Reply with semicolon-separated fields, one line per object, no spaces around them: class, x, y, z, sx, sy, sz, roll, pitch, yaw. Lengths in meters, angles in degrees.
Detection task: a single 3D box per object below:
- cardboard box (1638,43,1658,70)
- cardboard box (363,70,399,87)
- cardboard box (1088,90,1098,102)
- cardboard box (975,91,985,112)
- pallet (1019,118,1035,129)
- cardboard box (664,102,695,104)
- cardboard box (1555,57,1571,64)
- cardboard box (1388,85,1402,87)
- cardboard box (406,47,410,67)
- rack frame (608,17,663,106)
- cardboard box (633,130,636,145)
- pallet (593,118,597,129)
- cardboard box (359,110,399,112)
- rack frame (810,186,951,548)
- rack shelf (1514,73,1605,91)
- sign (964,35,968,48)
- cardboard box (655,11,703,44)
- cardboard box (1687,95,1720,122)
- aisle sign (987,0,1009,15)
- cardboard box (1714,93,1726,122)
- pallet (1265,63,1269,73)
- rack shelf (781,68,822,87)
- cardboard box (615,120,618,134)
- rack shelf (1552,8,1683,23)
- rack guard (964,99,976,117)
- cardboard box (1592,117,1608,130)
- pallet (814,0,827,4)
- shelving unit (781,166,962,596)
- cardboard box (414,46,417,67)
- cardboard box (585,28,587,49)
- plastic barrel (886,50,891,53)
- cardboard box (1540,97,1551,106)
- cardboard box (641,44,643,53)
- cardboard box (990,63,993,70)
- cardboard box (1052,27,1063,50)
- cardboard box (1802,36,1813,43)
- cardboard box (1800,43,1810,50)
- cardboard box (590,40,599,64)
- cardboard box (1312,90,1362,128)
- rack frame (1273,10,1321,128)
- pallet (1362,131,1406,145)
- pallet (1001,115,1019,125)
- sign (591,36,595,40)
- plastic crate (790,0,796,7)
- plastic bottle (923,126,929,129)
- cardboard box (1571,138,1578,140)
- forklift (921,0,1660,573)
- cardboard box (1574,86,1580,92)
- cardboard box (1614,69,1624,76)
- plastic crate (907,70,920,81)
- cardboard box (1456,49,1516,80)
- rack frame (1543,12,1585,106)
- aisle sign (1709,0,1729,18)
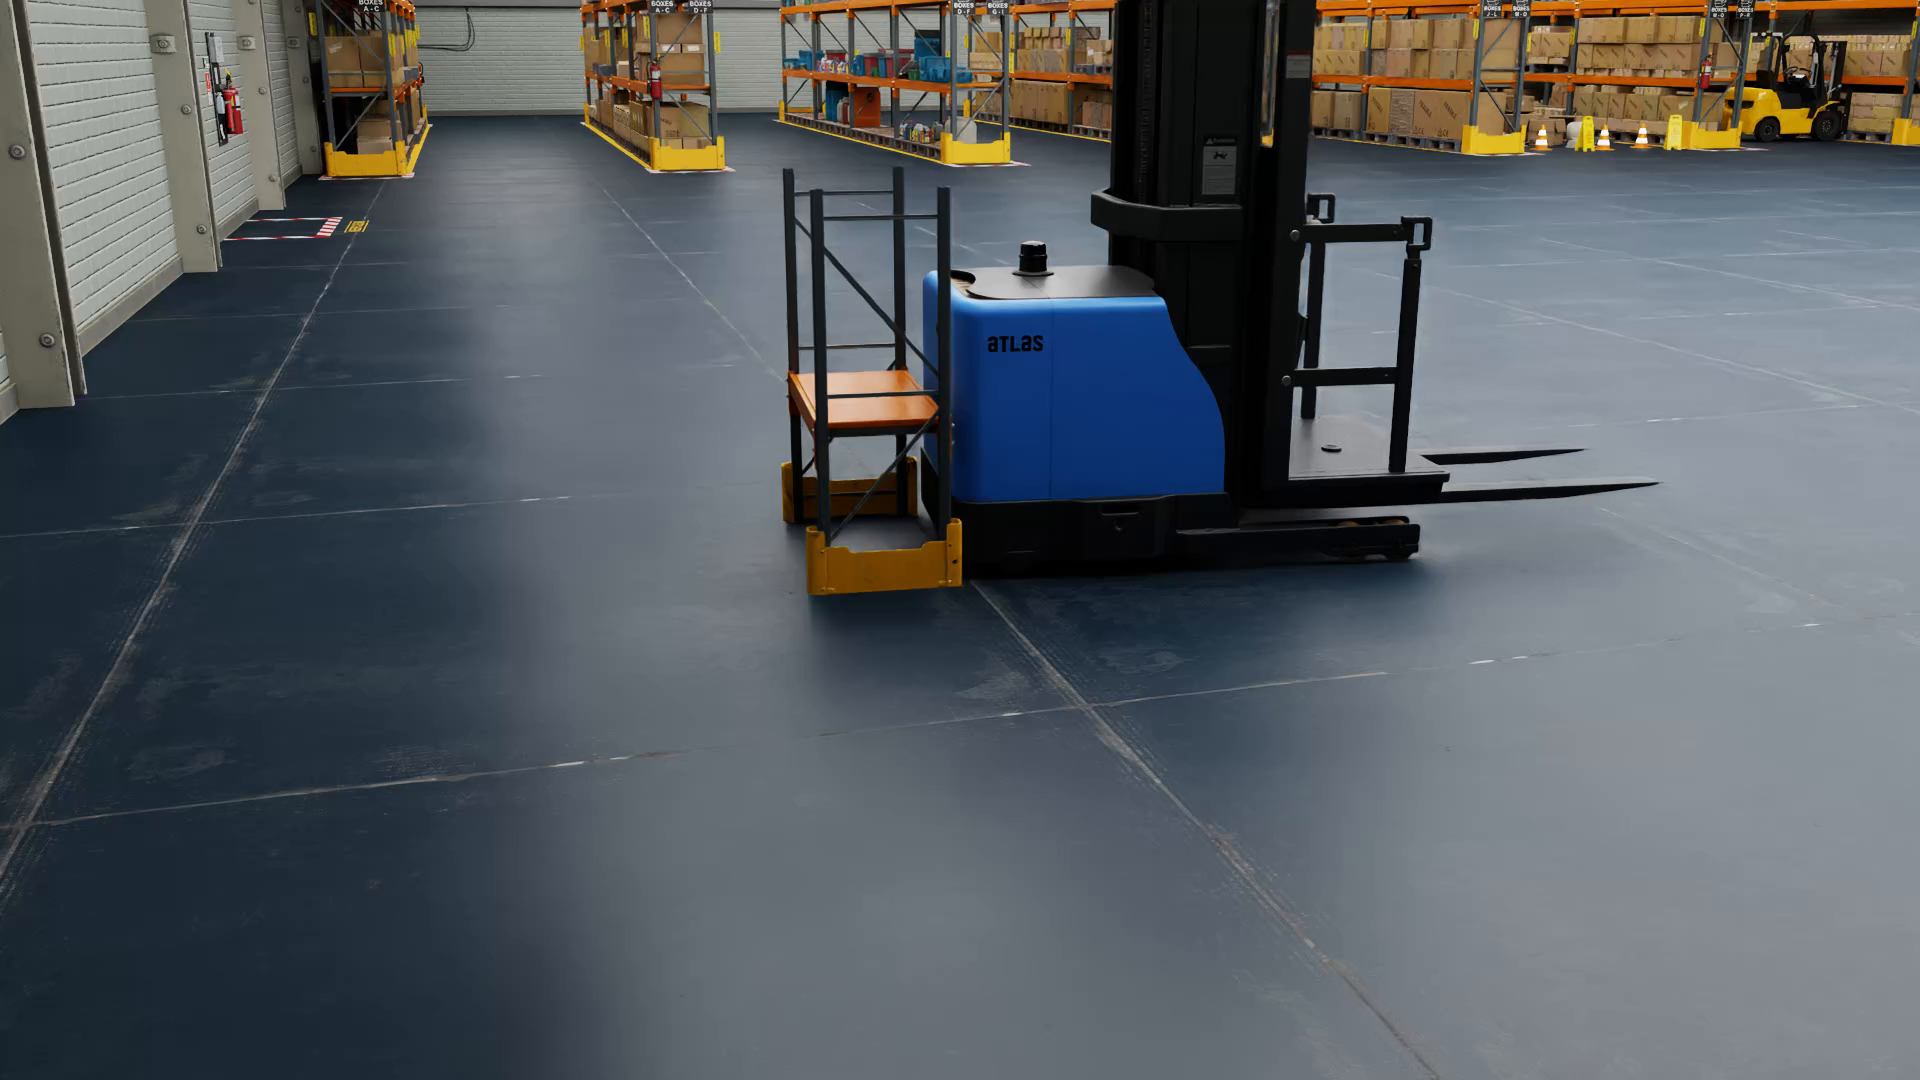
cardboard box;13.940;-9.653;33.184;0.500;0.500;0.500;-5;17;-16
cardboard box;-9.024;-7.197;25.922;0.500;0.250;0.500;-5;17;-17
cardboard box;3.107;-9.676;36.227;0.500;0.250;0.500;-4;17;-13
cardboard box;0.948;-11.712;43.692;0.875;0.875;0.875;-5;17;-15
pallet;2.079;-10.050;40.042;1.003;0.211;1.213;-5;17;-15
cardboard box;-4.928;-7.453;29.296;0.500;0.500;0.500;-5;17;-15
cardboard box;13.115;-10.365;35.950;0.380;0.149;0.250;-4;17;-14
cardboard box;11.571;-11.395;42.635;0.875;0.875;0.875;-4;17;-14
cardboard box;-11.281;-9.666;33.192;0.500;0.500;0.500;-4;17;-14
rack frame;-6.632;-9.704;34.044;1.000;3.000;0.127;-5;17;-15
cardboard box;-5.564;-7.191;29.727;0.500;0.250;0.500;-5;17;-15
pallet;-8.258;-10.003;39.887;1.003;0.211;1.213;-5;17;-15
cardboard box;-11.116;-7.978;31.879;0.700;0.500;0.500;-5;17;-15
rack frame;-0.282;-0.531;6.112;0.500;1.500;0.032;-3;17;-11
rack shelf;12.972;-10.372;37.518;1.077;0.370;4.000;-5;17;-15
sign;0.160;-13.110;43.738;0.100;0.325;0.005;-5;17;-15
cardboard box;-4.564;-8.305;26.958;0.700;0.500;0.500;-5;17;-15
cardboard box;14.658;-8.552;32.954;0.500;0.500;0.500;-5;18;-17
aisle sign;0.632;-9.130;27.615;0.394;0.787;0.004;-5;17;-15
cardboard box;17.933;-9.979;38.358;0.875;0.625;0.625;-5;17;-16
pallet;7.393;-10.947;38.516;1.213;0.211;1.003;-5;17;-15
rack shelf;-3.517;-11.410;40.973;1.077;0.370;4.000;-5;17;-15
cardboard box;-6.631;-8.281;33.357;0.500;0.250;0.500;-5;17;-17
rack shelf;16.644;-13.309;42.080;1.077;0.370;4.000;-5;17;-15
rack guard;0.689;-11.509;44.397;1.175;0.500;0.348;-5;17;-15
cardboard box;13.582;-8.716;34.805;0.500;0.250;0.500;-4;17;-12
pallet;-2.658;-12.338;37.927;1.213;0.211;1.003;-5;17;-15
shelving unit;-0.382;-0.677;6.598;0.587;1.500;1.083;-3;17;-11
cardboard box;-13.031;-11.116;38.222;0.980;0.700;0.700;-6;18;-18
cardboard box;-8.811;-12.156;40.295;0.500;0.500;0.500;-5;17;-15
plastic barrel;-1.380;-9.881;34.437;0.421;0.512;0.421;0;17;0
cardboard box;16.140;-11.885;45.247;0.500;0.311;0.500;-4;17;-13
cardboard box;-5.363;-8.584;29.014;0.380;0.149;0.250;-5;18;-17
cardboard box;0.974;-11.957;41.980;0.380;0.149;0.250;-4;17;-14
cardboard box;2.532;-11.399;37.768;0.797;0.503;0.637;-4;17;-14
cardboard box;18.305;-10.732;35.647;0.380;0.149;0.250;-4;17;-14
cardboard box;18.296;-10.591;35.695;0.380;0.149;0.250;-4;17;-14
cardboard box;-7.816;-10.911;37.158;0.700;0.500;0.500;-12;20;-34
cardboard box;8.272;-9.300;35.878;1.050;0.750;0.750;-5;17;-15
rack frame;7.691;-10.851;37.861;1.000;3.000;0.127;-5;17;-15
pallet;8.924;-8.192;33.857;1.003;0.211;1.213;-5;17;-15
pallet;1.661;-10.474;41.453;1.003;0.211;1.213;-5;17;-15
sign;-8.251;-11.180;37.453;0.100;0.325;0.005;-5;17;-15
plastic crate;-3.911;-13.270;40.809;0.504;0.338;0.767;-5;17;-15
plastic bottle;-0.642;-7.487;30.634;0.152;0.276;0.135;-5;17;-15
cardboard box;12.319;-7.894;32.974;0.380;0.149;0.250;4;17;13
forklift;1.393;-1.458;6.710;3.031;2.935;1.130;-3;17;-9
cardboard box;16.258;-11.749;43.338;0.380;0.149;0.250;-5;17;-16
cardboard box;13.643;-9.576;34.054;0.380;0.149;0.250;-5;17;-15
plastic crate;-0.667;-8.489;30.367;0.450;0.188;0.662;-5;17;-15
cardboard box;9.744;-8.809;30.802;0.875;0.550;0.550;-5;17;-15
rack frame;16.095;-12.770;44.250;1.000;3.000;0.127;-5;17;-15
aisle sign;14.359;-10.262;31.382;0.394;0.787;0.004;-5;17;-15
